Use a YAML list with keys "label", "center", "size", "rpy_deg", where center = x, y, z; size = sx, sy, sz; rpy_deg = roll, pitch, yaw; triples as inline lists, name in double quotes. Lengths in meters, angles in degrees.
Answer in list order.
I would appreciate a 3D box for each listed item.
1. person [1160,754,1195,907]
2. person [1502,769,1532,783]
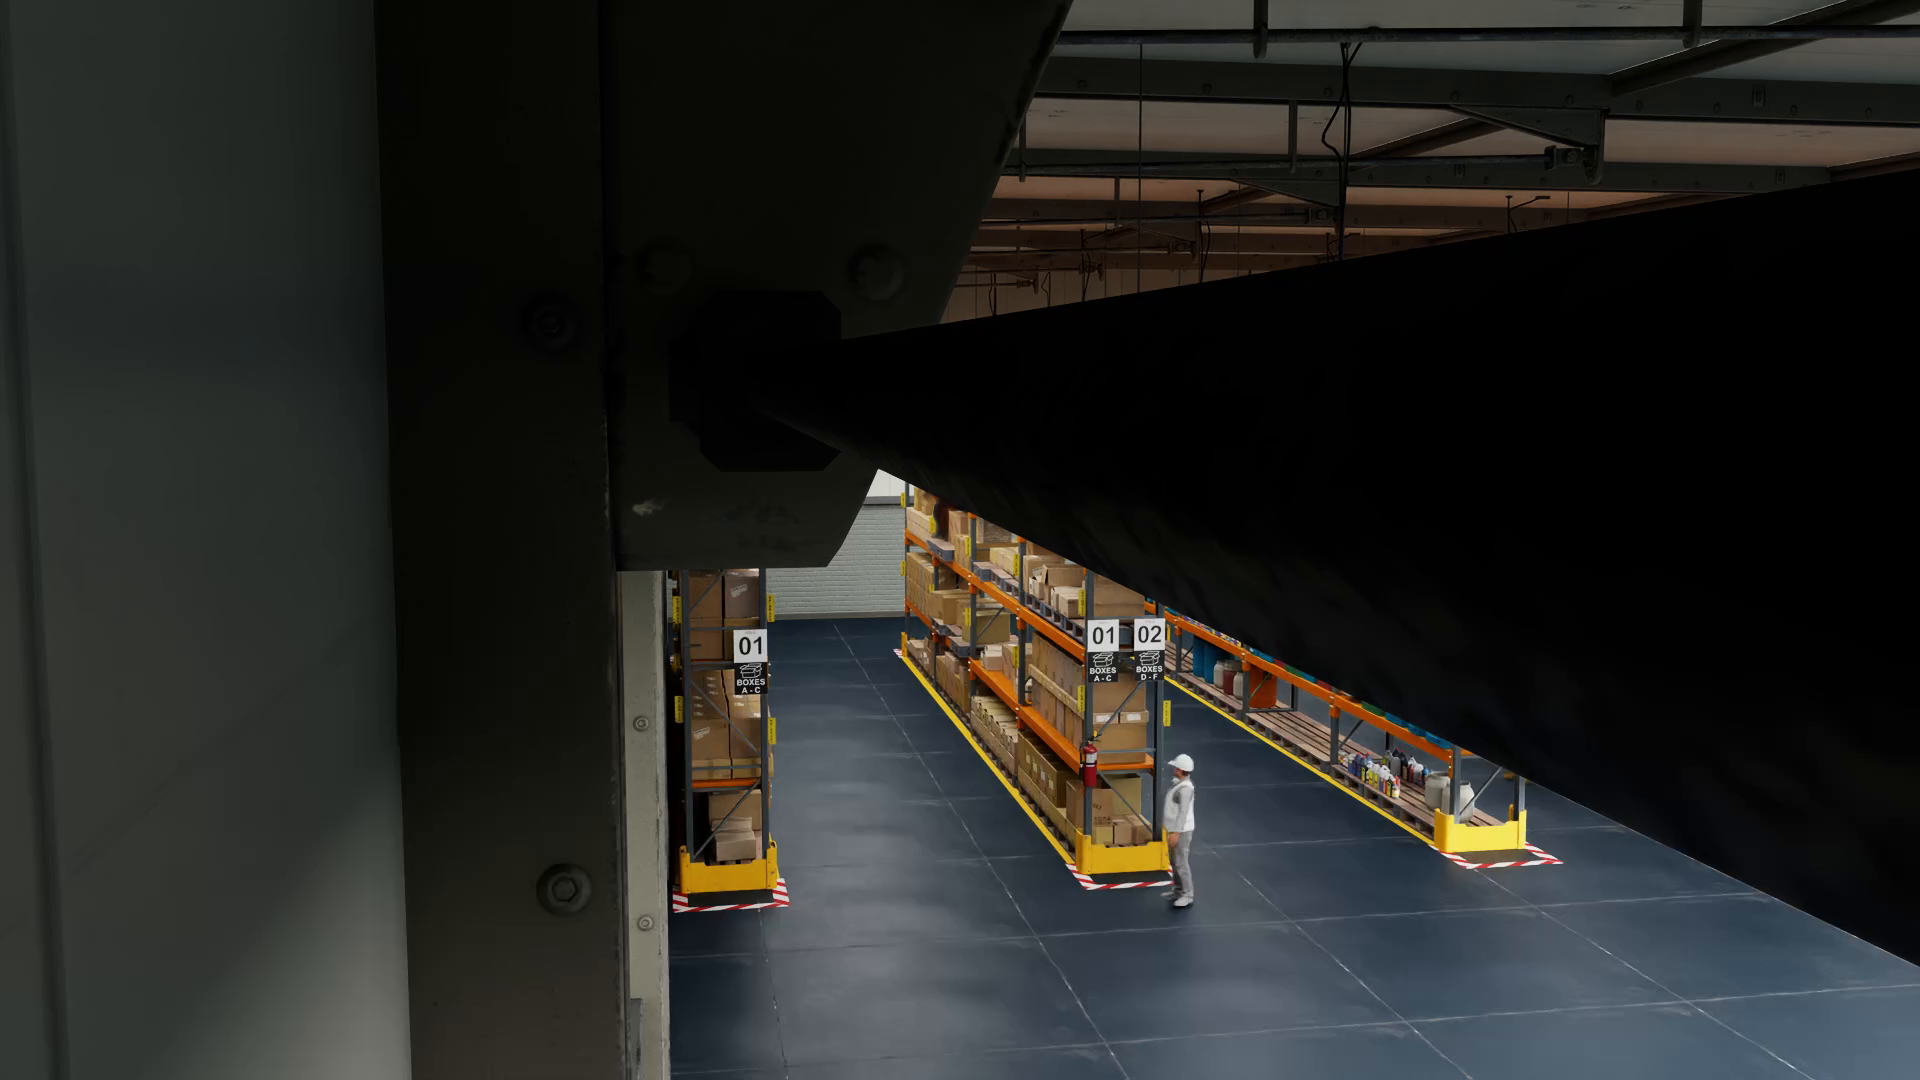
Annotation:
- label: "person"
  center: [2.575, 3.415, 19.621]
  size: [0.403, 1.786, 0.595]
  rpy_deg: [-1, 6, -8]
- label: "person"
  center: [8.571, 2.788, 25.553]
  size: [0.414, 1.789, 0.595]
  rpy_deg: [-4, 7, -32]
